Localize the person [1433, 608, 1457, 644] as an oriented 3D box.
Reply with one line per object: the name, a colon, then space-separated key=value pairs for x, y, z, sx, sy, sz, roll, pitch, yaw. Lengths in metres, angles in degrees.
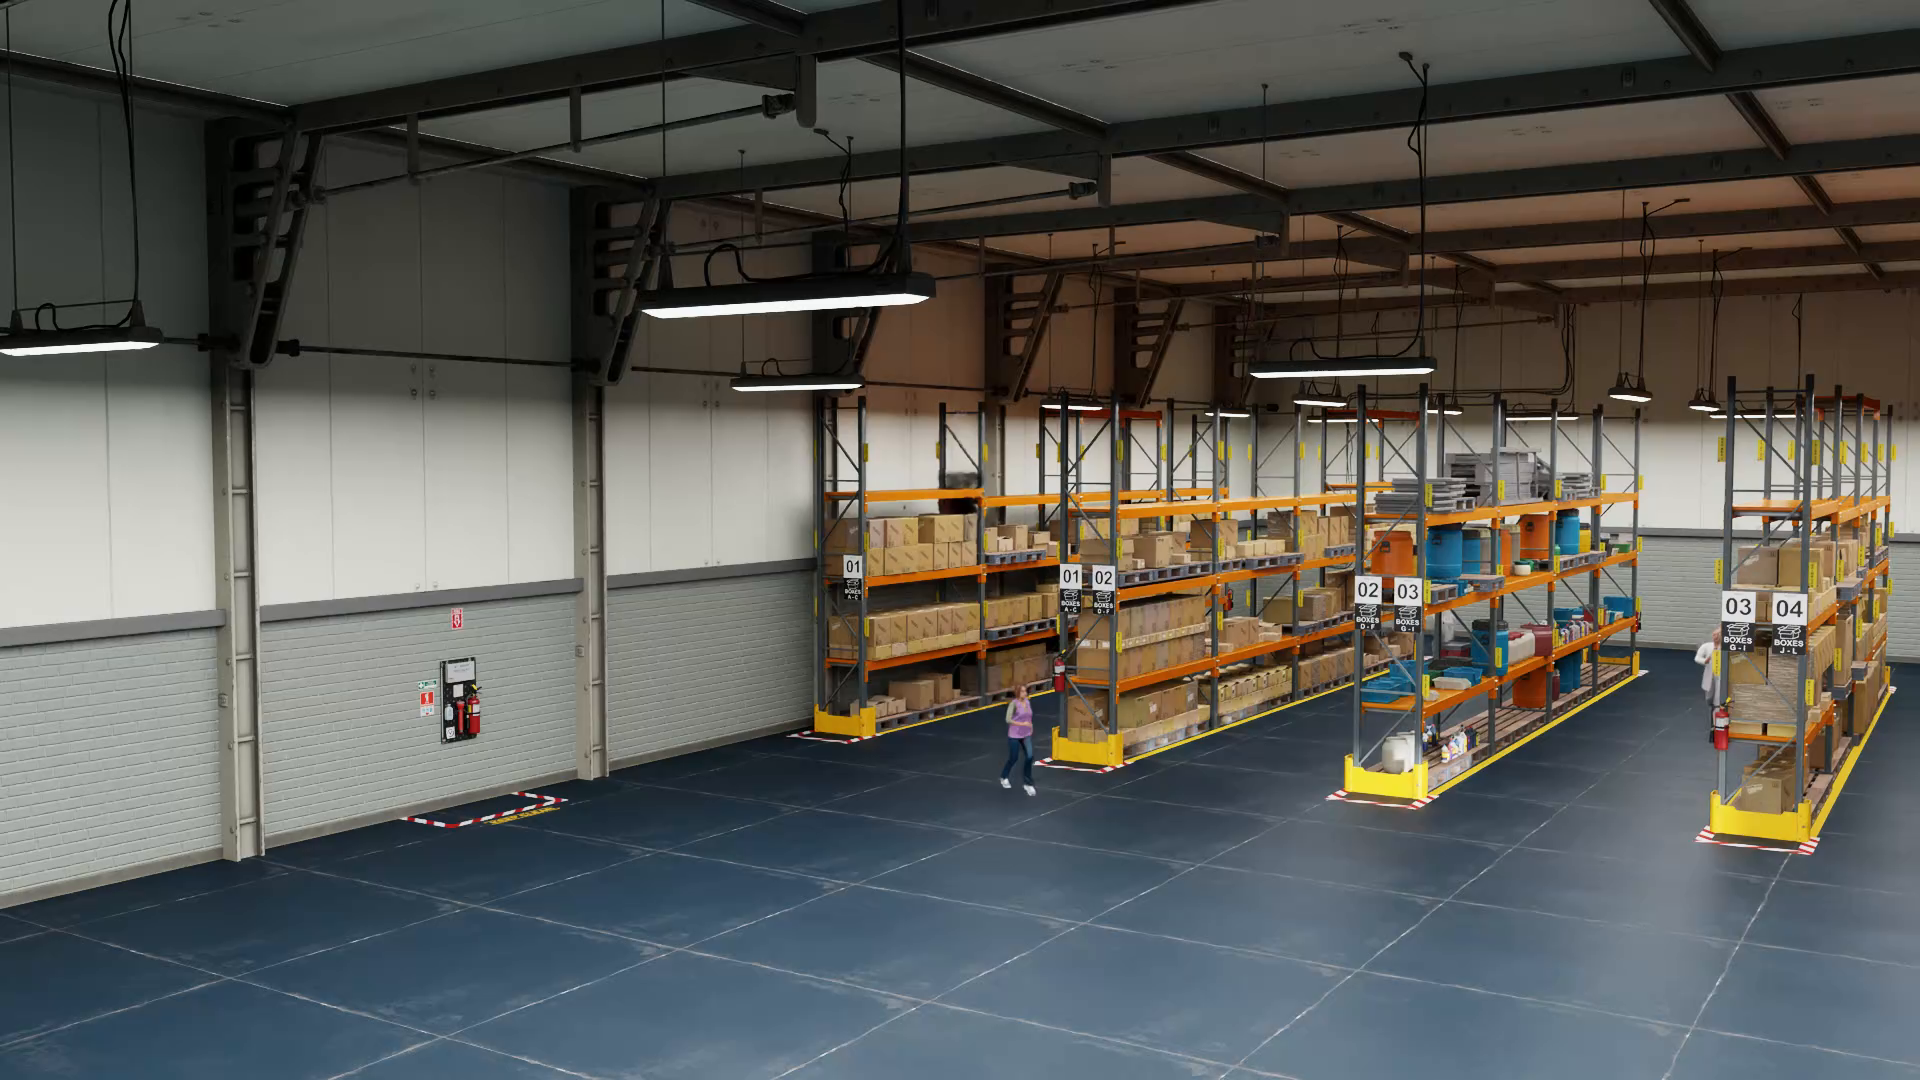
person: x=11.863 y=2.056 z=40.674 sx=0.655 sy=1.683 sz=0.598 roll=-2 pitch=3 yaw=-27

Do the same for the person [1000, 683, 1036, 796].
person: x=0.865 y=2.922 z=24.449 sx=0.554 sy=1.650 sz=0.723 roll=-2 pitch=4 yaw=-35

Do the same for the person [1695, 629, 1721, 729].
person: x=13.777 y=2.500 z=30.299 sx=0.713 sy=1.767 sz=1.001 roll=2 pitch=4 yaw=31
